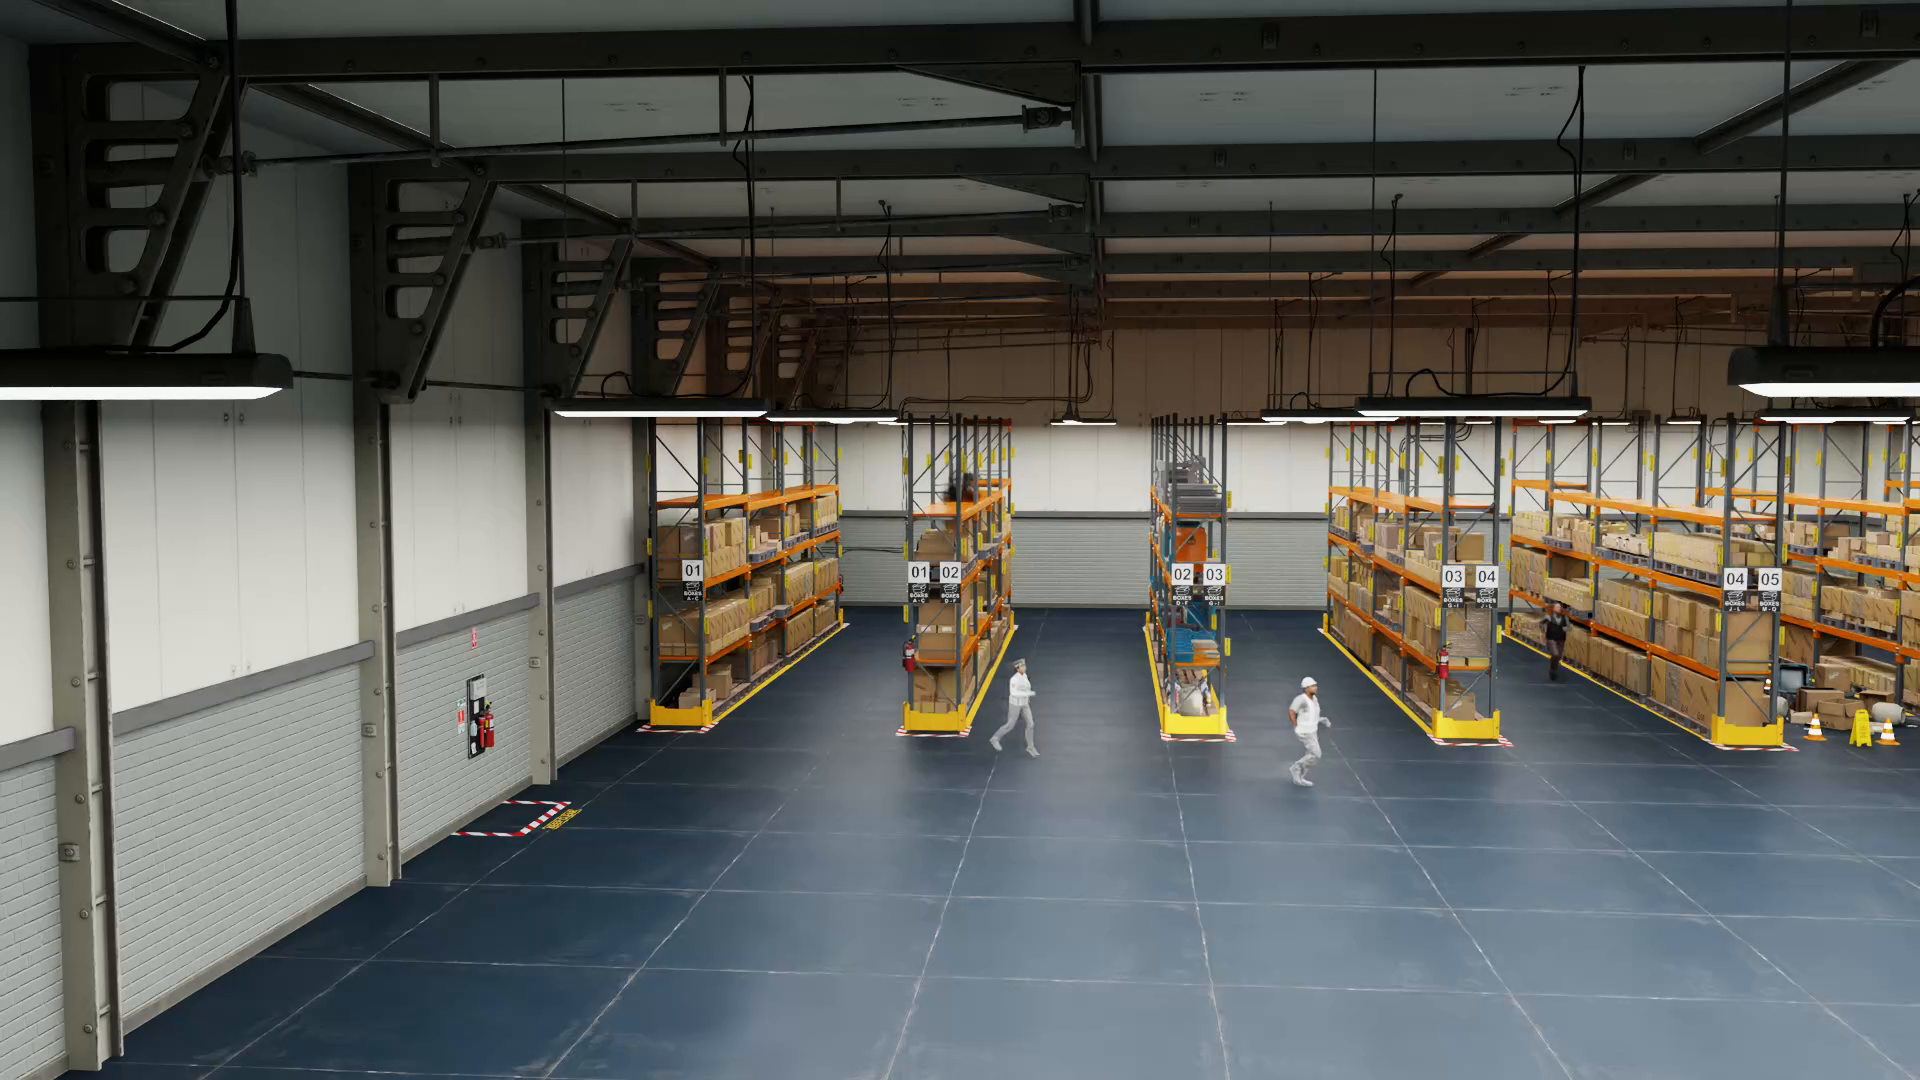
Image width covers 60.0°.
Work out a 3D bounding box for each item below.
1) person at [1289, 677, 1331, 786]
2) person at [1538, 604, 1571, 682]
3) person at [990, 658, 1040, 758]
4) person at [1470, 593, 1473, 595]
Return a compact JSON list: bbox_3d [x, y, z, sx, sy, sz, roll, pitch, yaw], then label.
[{"bbox_3d":[5.588,3.059,26.543,0.581,1.744,0.690,2,4,29],"label":"person"},{"bbox_3d":[13.546,2.325,37.778,0.637,1.762,0.699,0,4,-3],"label":"person"},{"bbox_3d":[0.987,2.917,29.119,0.913,1.732,0.620,3,5,36],"label":"person"},{"bbox_3d":[13.970,1.863,46.205,0.618,1.518,0.651,1,4,20],"label":"person"}]
